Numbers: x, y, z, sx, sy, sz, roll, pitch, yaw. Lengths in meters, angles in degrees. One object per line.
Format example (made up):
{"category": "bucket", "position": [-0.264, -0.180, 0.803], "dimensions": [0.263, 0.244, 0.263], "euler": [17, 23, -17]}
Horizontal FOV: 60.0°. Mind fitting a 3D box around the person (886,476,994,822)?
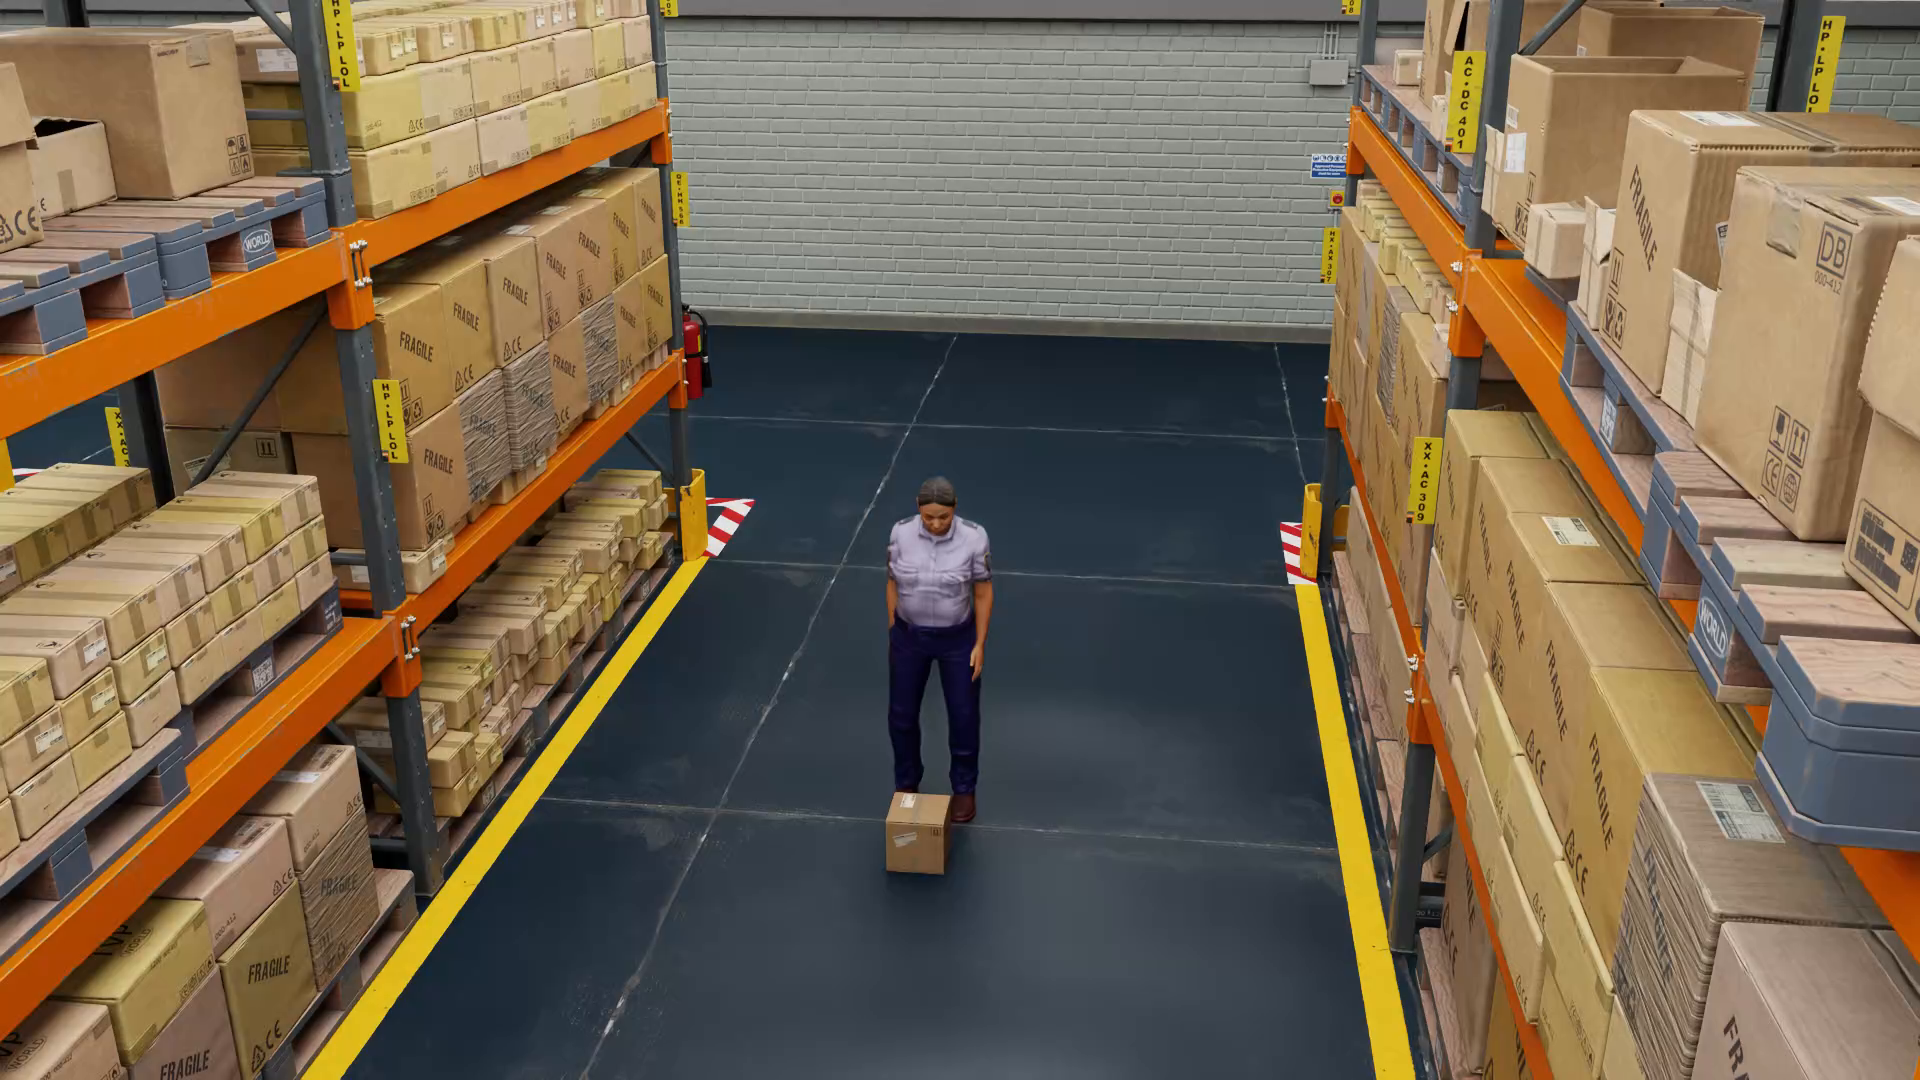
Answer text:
{"category": "person", "position": [-0.091, 0.470, 7.438], "dimensions": [0.483, 1.631, 0.349], "euler": [3, 22, 8]}
